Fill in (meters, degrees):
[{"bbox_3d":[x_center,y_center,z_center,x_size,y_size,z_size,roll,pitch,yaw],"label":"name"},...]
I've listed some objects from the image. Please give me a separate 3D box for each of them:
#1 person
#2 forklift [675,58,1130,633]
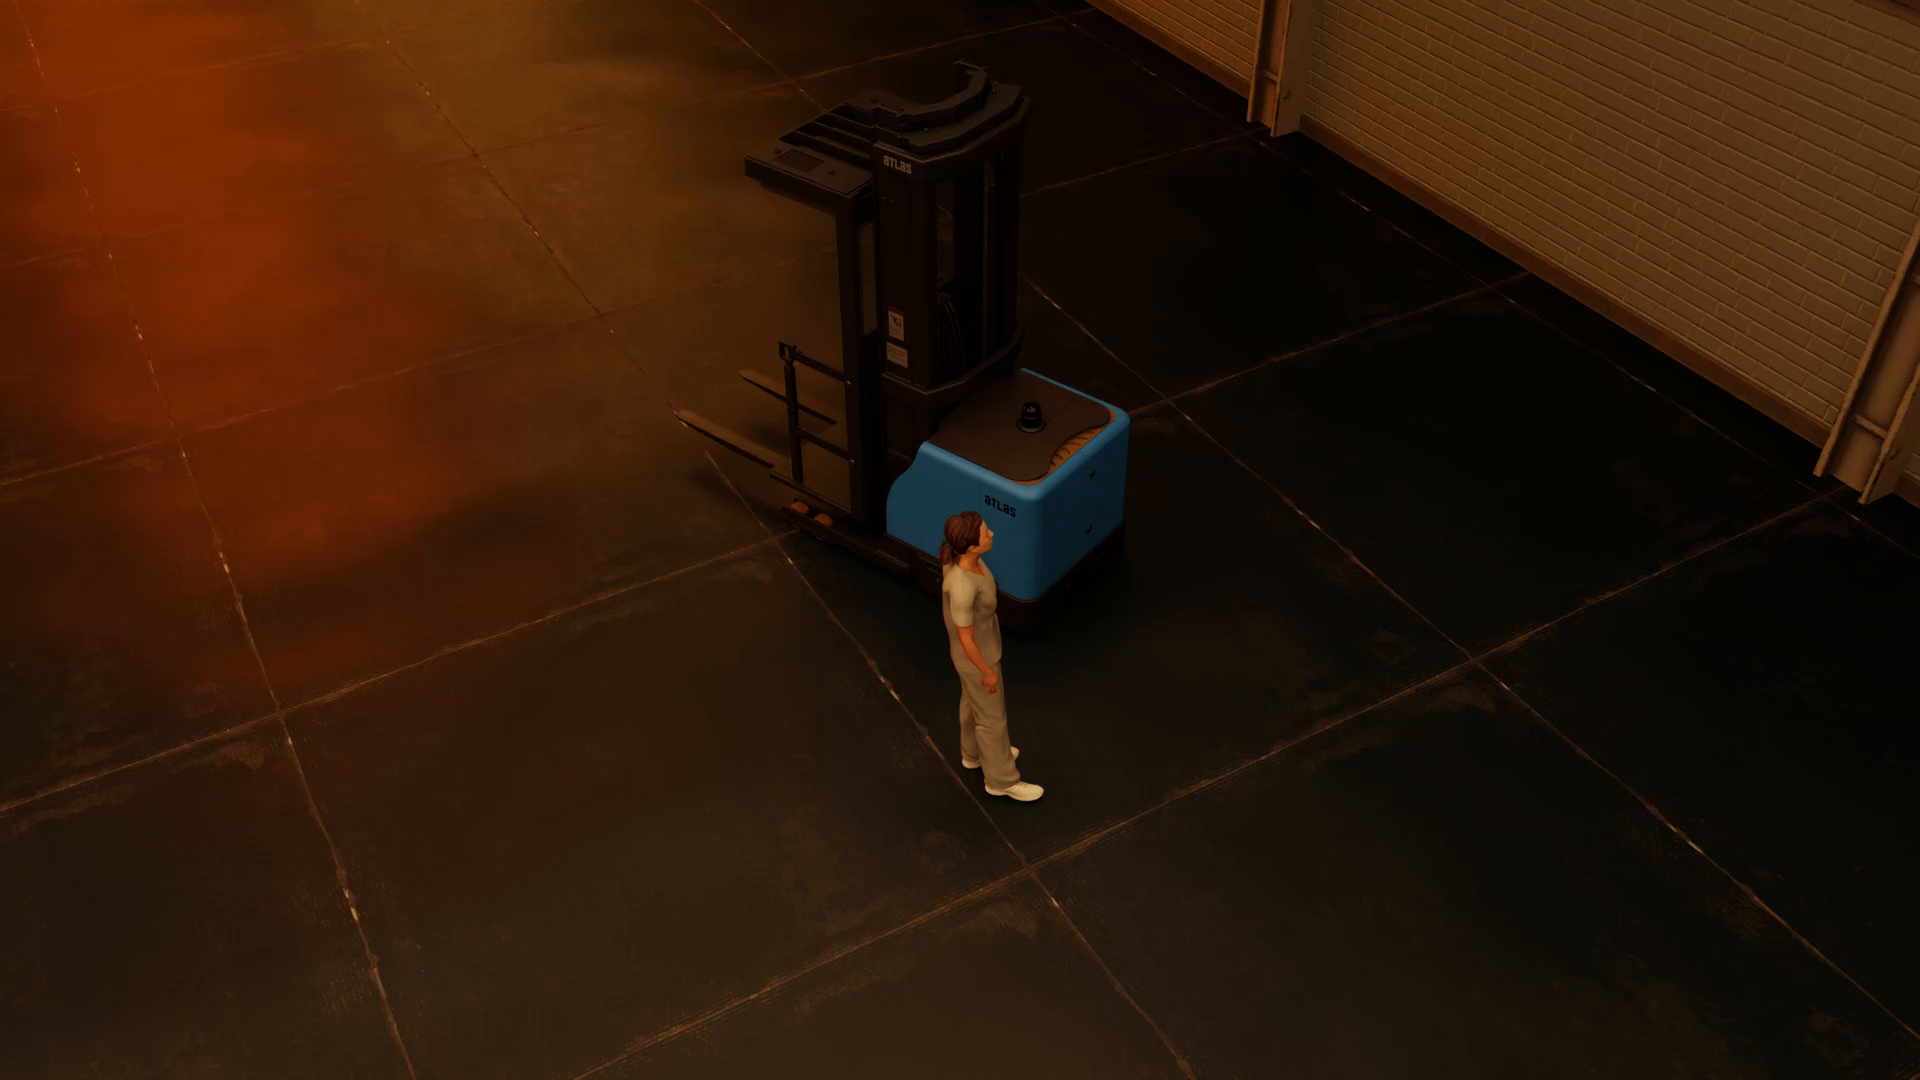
[{"bbox_3d":[0.155,0.552,8.342,0.548,1.673,0.551,-1,40,-2],"label":"person"},{"bbox_3d":[-0.481,-1.366,9.683,3.031,2.935,1.130,26,46,28],"label":"forklift"}]
